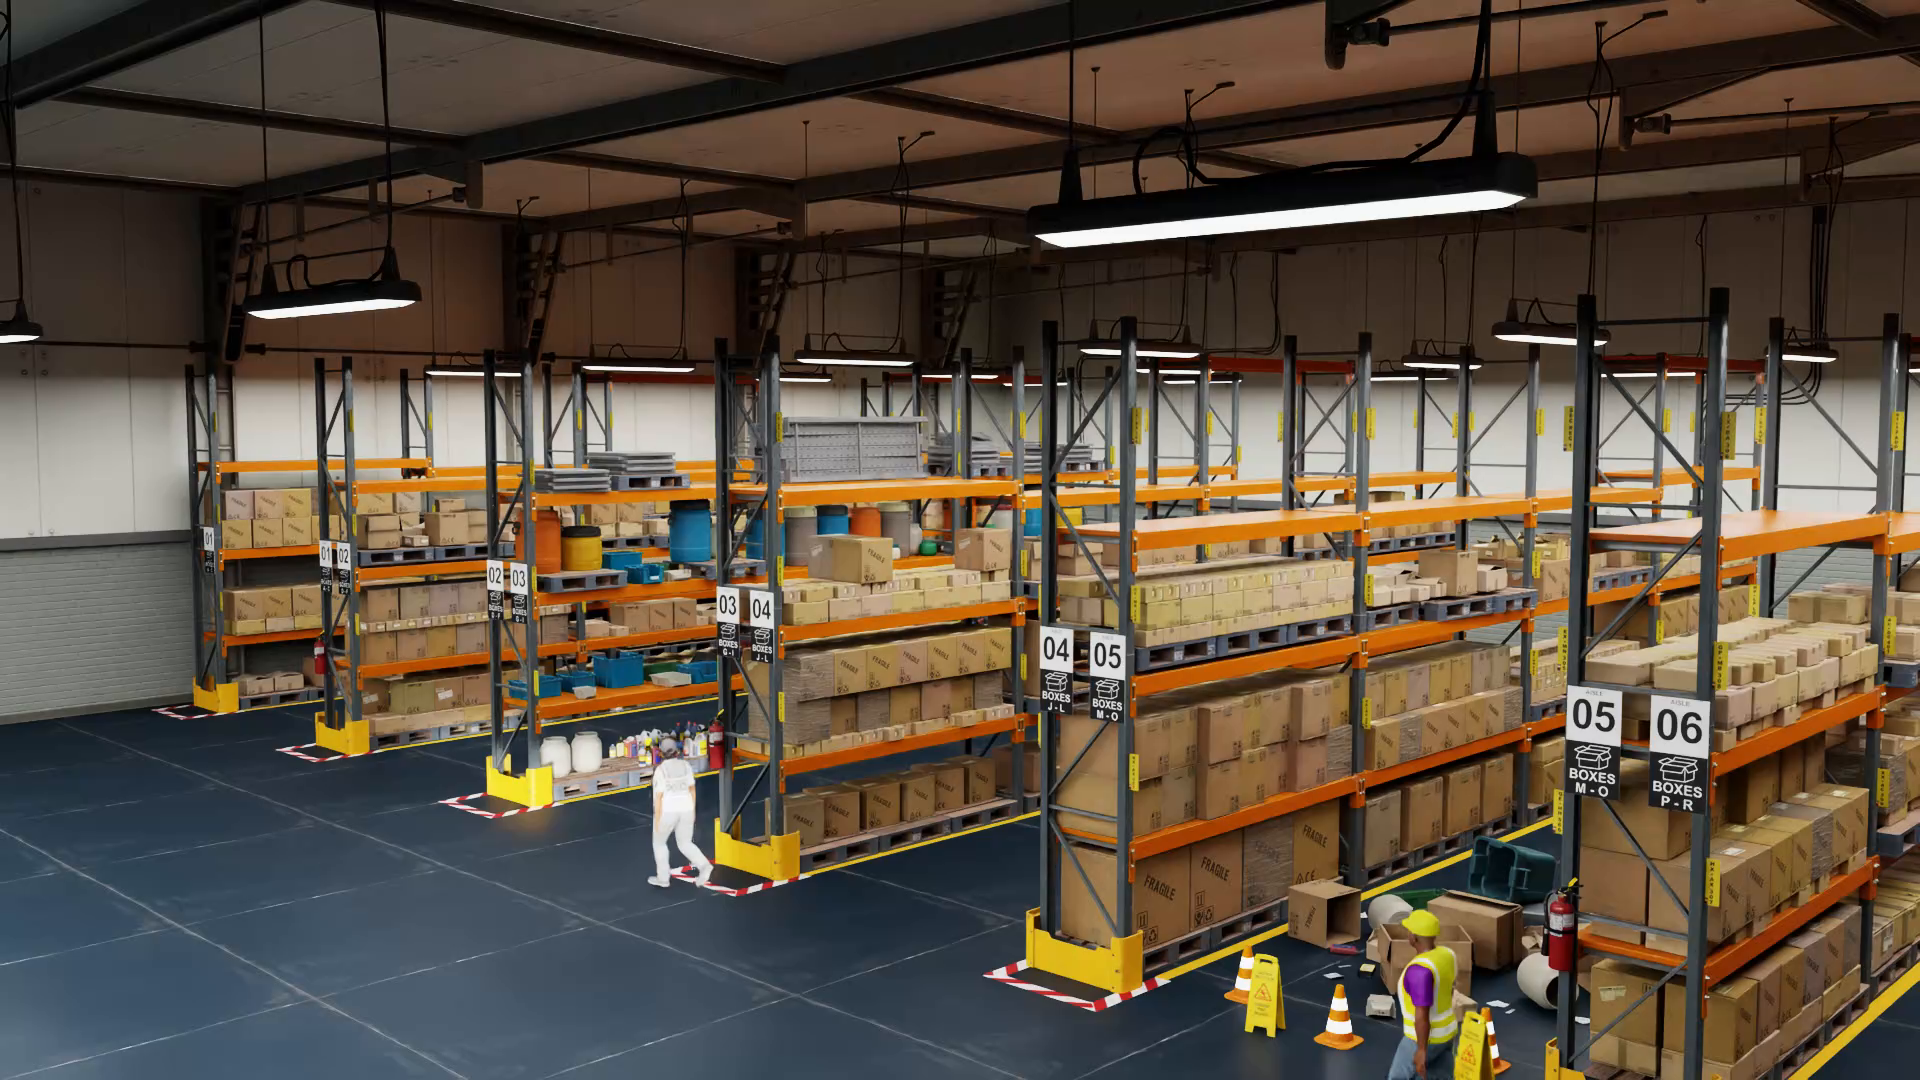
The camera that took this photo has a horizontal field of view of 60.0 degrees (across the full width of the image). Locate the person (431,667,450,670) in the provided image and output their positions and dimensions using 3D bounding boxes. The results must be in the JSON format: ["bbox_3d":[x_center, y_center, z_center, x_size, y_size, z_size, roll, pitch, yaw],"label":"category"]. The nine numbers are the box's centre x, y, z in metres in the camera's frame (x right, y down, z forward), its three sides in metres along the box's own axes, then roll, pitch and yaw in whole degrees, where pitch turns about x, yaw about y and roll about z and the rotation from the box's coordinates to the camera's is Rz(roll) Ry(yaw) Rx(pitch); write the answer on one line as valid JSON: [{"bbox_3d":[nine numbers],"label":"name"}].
[{"bbox_3d":[-9.112,2.154,29.001,0.509,1.636,0.733,2,5,21],"label":"person"}]

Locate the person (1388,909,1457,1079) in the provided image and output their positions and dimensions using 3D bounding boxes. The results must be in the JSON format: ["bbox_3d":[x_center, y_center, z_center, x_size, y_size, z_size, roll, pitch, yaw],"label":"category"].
[{"bbox_3d":[3.278,3.418,11.485,0.989,1.734,0.609,3,5,37],"label":"person"}]

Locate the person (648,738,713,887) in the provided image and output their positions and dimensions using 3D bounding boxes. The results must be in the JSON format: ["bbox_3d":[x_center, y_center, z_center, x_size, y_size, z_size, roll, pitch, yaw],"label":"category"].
[{"bbox_3d":[-3.055,2.962,17.989,0.836,1.622,0.506,4,6,42],"label":"person"}]
